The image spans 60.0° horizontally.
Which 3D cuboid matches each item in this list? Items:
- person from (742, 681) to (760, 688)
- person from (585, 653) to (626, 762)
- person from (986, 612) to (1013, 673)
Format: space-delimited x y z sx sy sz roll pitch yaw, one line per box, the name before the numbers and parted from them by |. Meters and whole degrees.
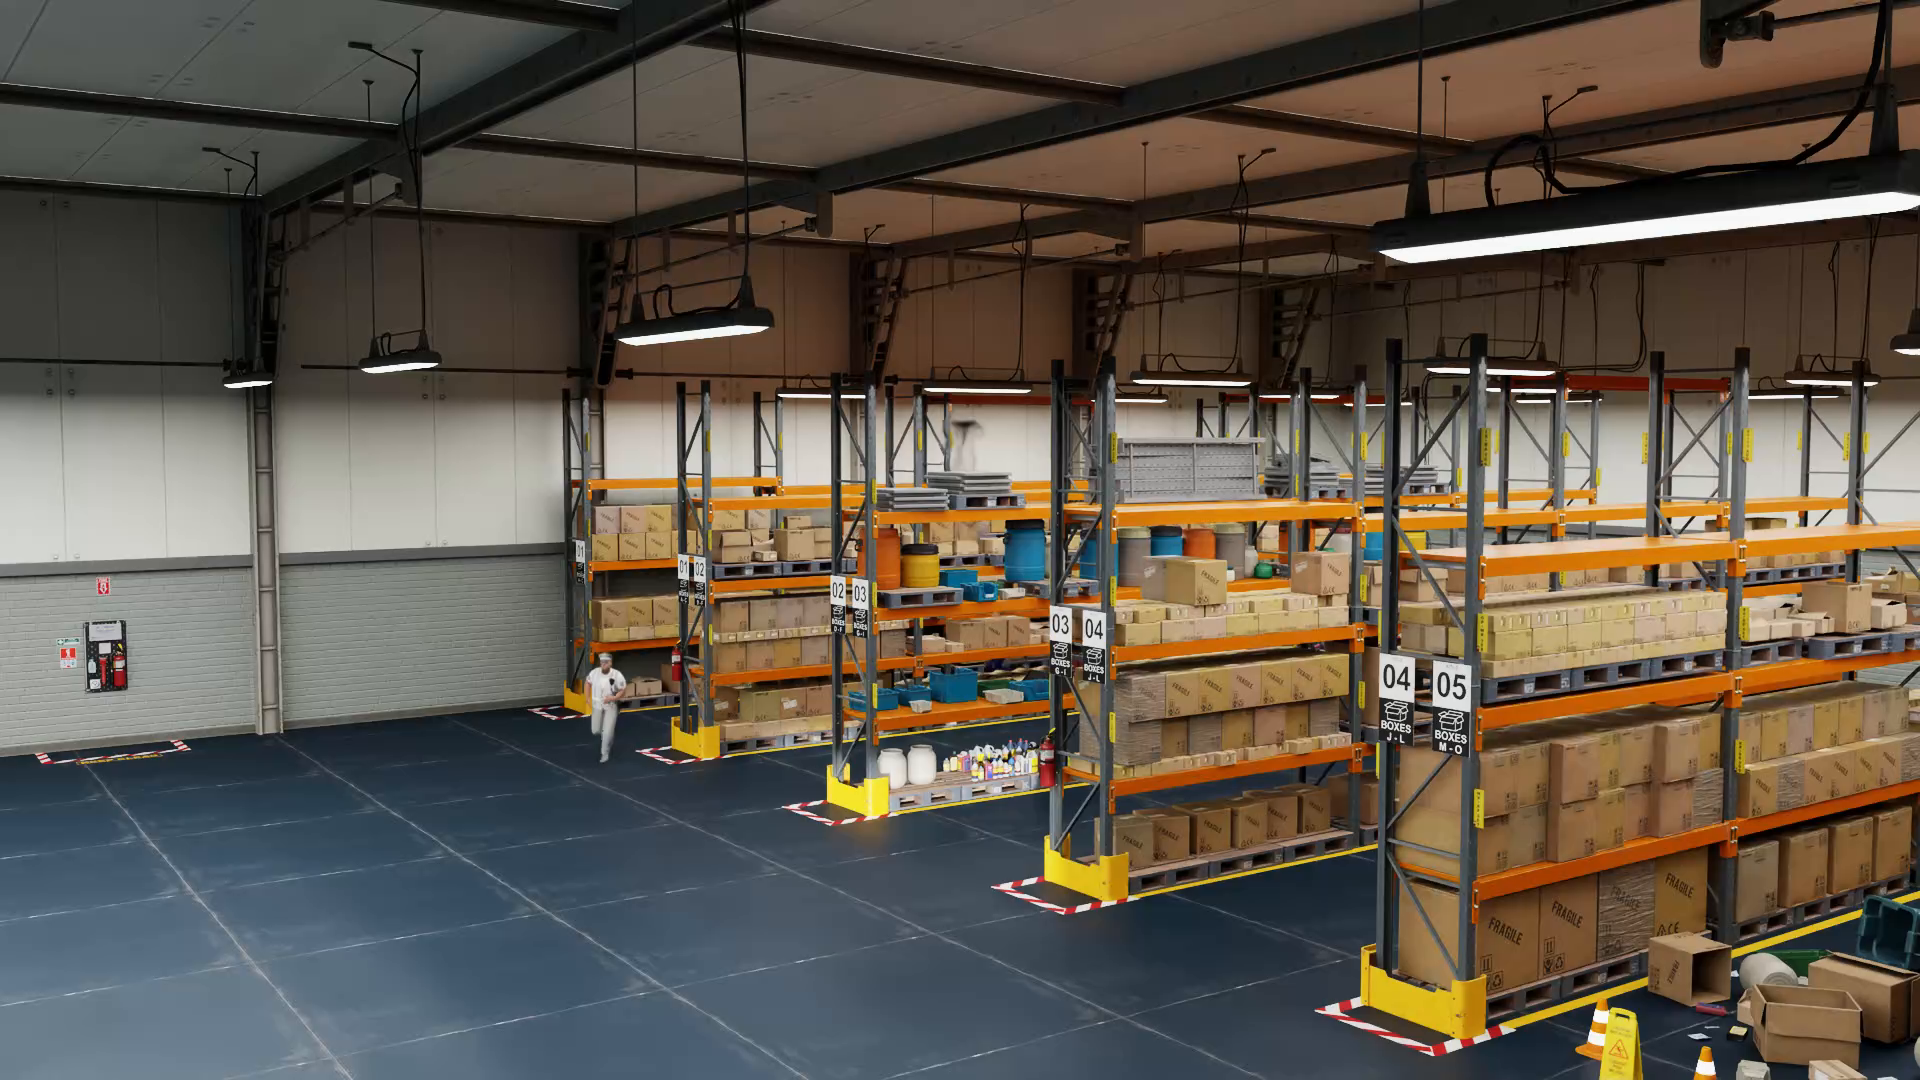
person | -3.700 2.427 29.870 0.583 1.676 0.758 2 4 33
person | -5.615 2.632 26.276 0.704 1.737 0.695 0 4 5
person | 0.772 2.202 33.689 0.603 1.604 0.640 3 5 43
